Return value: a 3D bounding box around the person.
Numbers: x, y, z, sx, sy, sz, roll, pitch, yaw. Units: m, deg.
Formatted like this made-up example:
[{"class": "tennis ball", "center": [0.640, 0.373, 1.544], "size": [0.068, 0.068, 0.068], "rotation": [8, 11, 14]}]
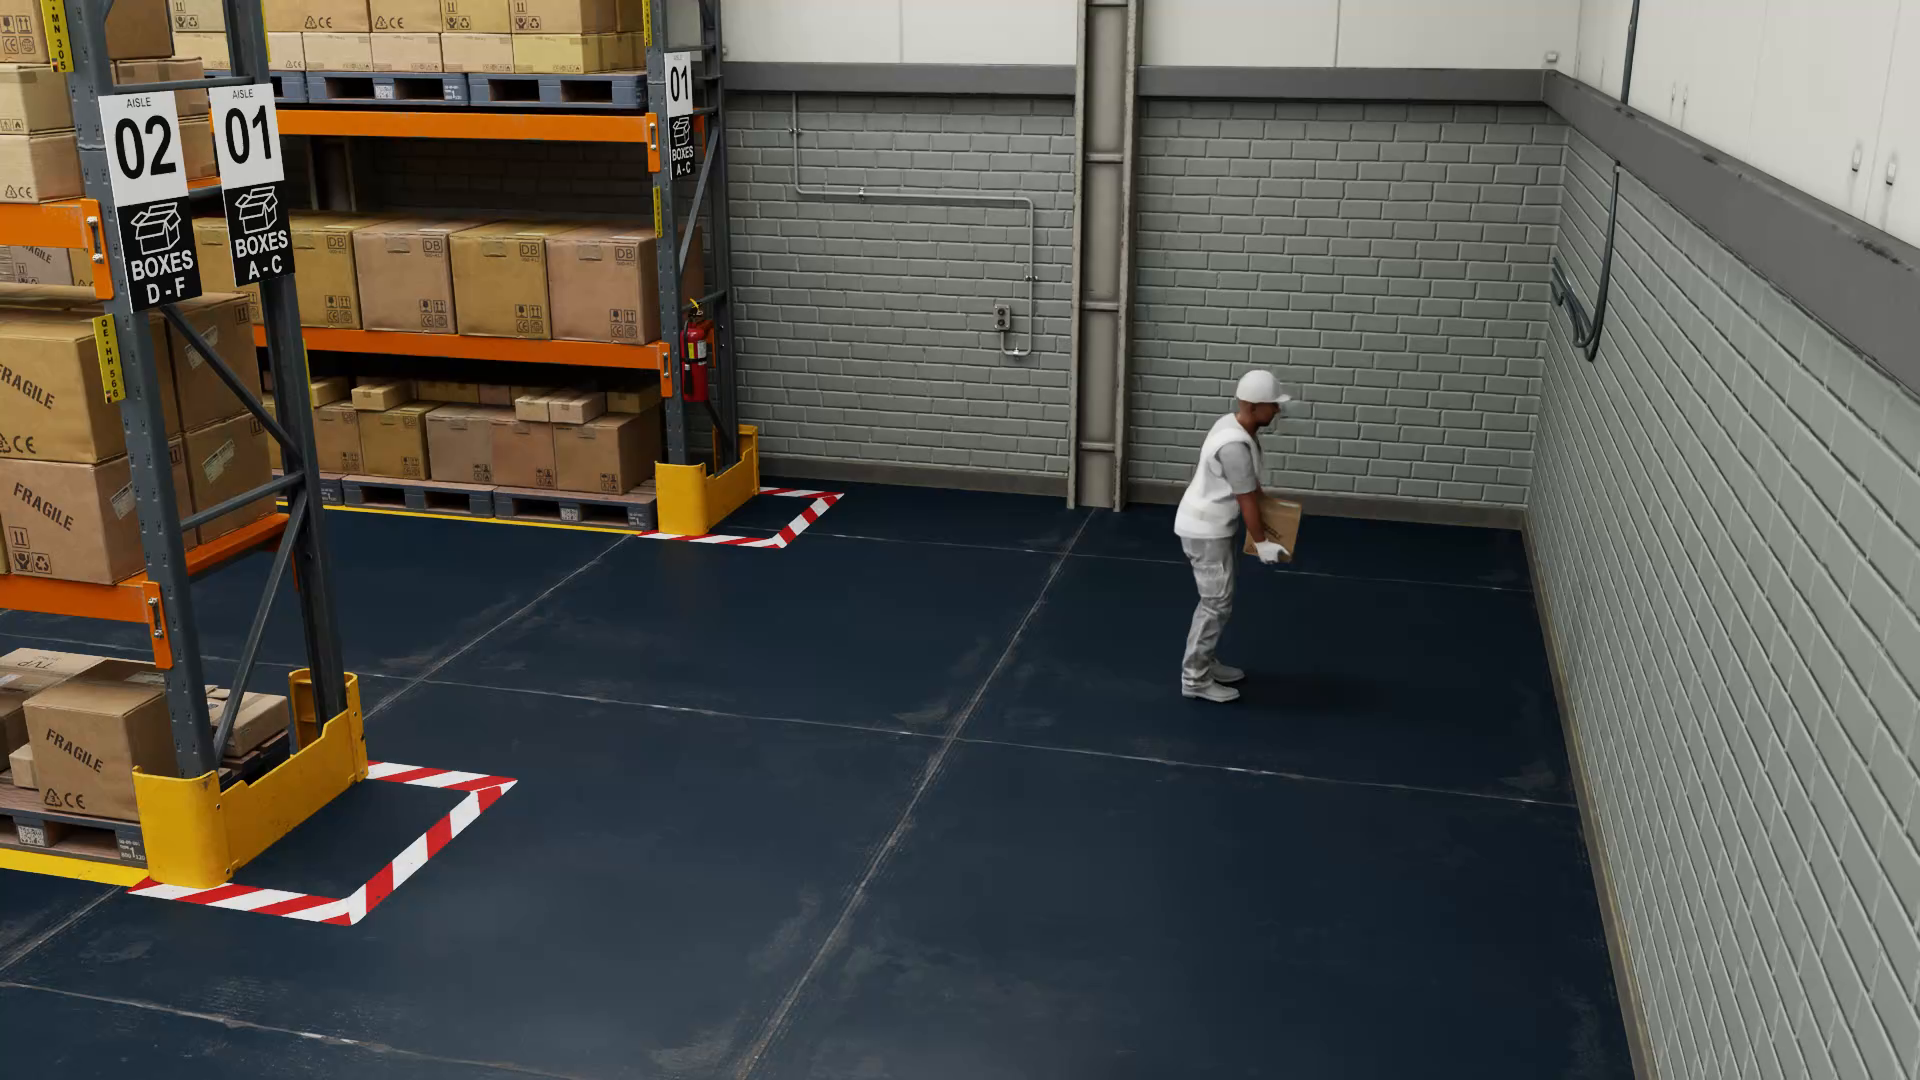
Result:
[{"class": "person", "center": [1.428, -0.033, 8.688], "size": [0.611, 1.744, 0.488], "rotation": [4, 19, 13]}]
